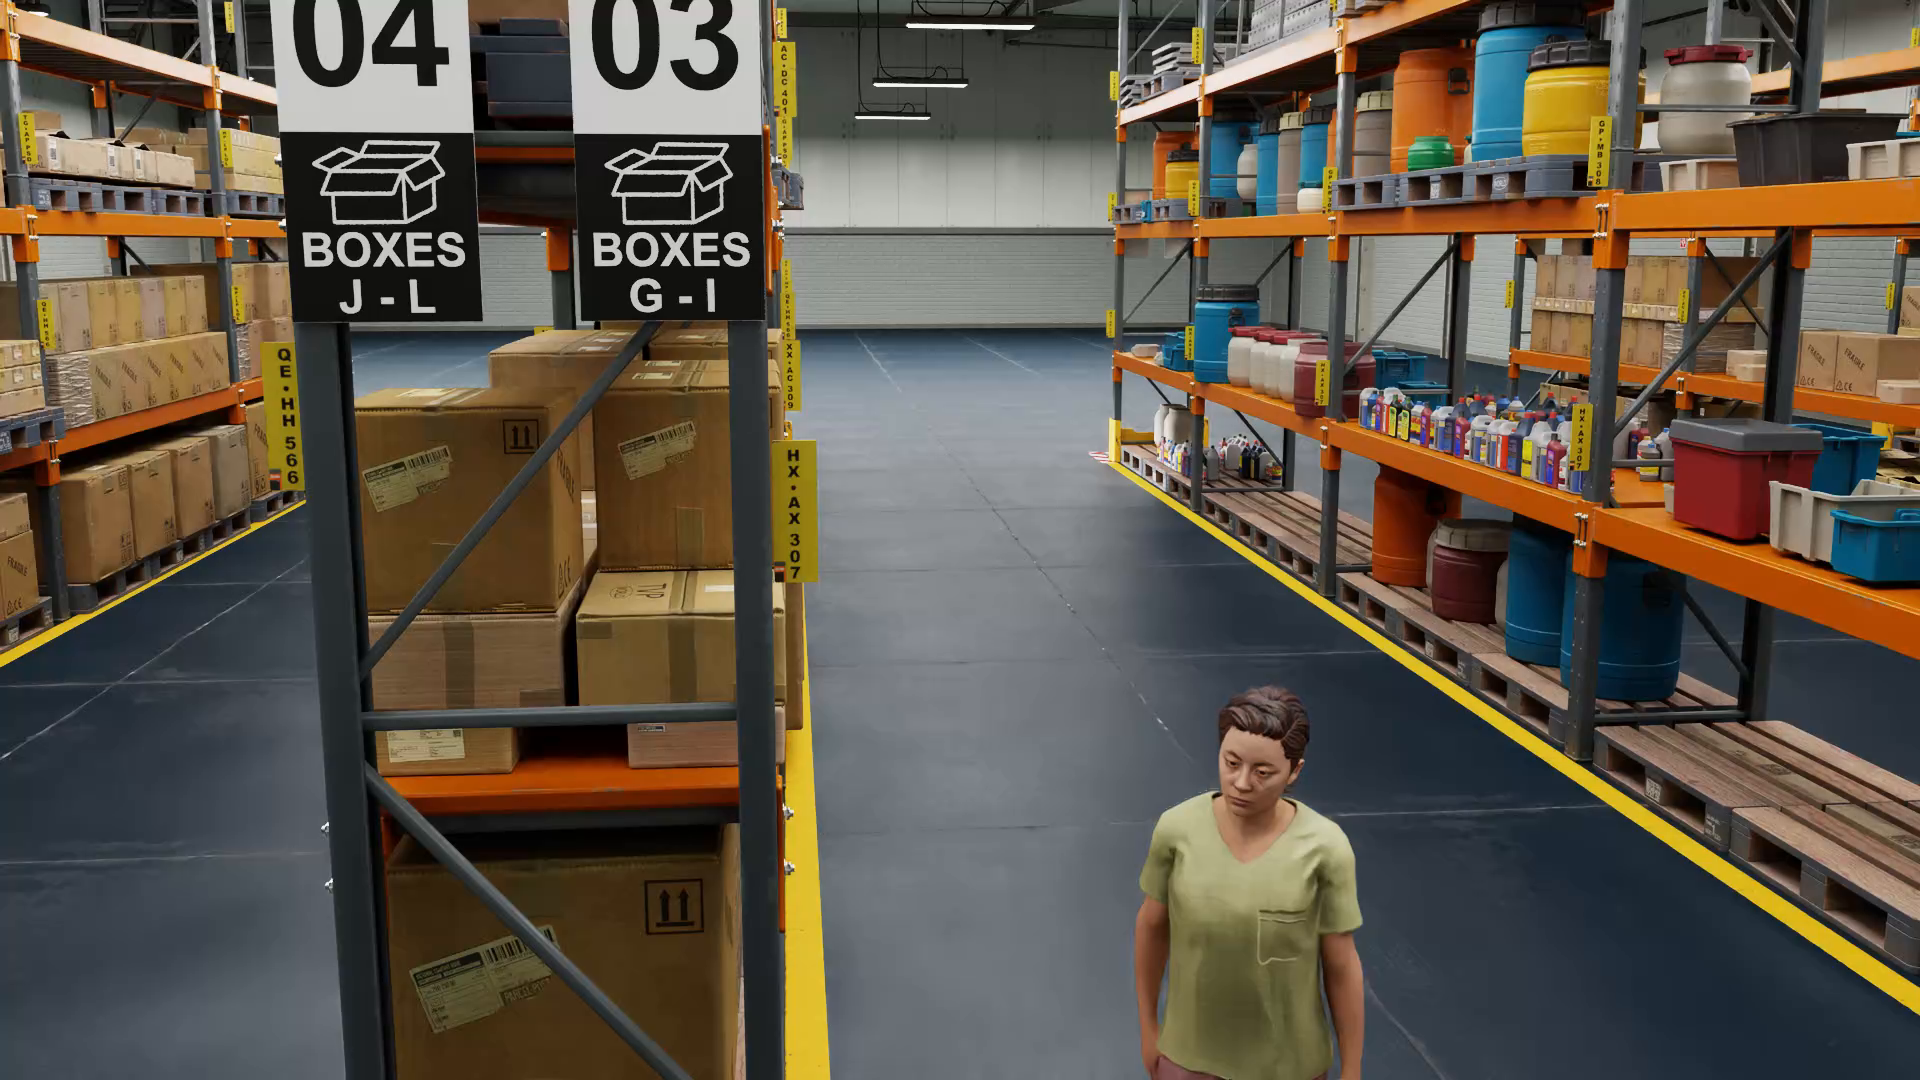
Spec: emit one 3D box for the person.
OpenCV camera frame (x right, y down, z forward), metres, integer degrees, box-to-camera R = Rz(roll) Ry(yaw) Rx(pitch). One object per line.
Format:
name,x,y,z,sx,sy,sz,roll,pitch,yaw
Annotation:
person,0.602,1.110,3.515,0.487,1.664,0.468,2,10,11
